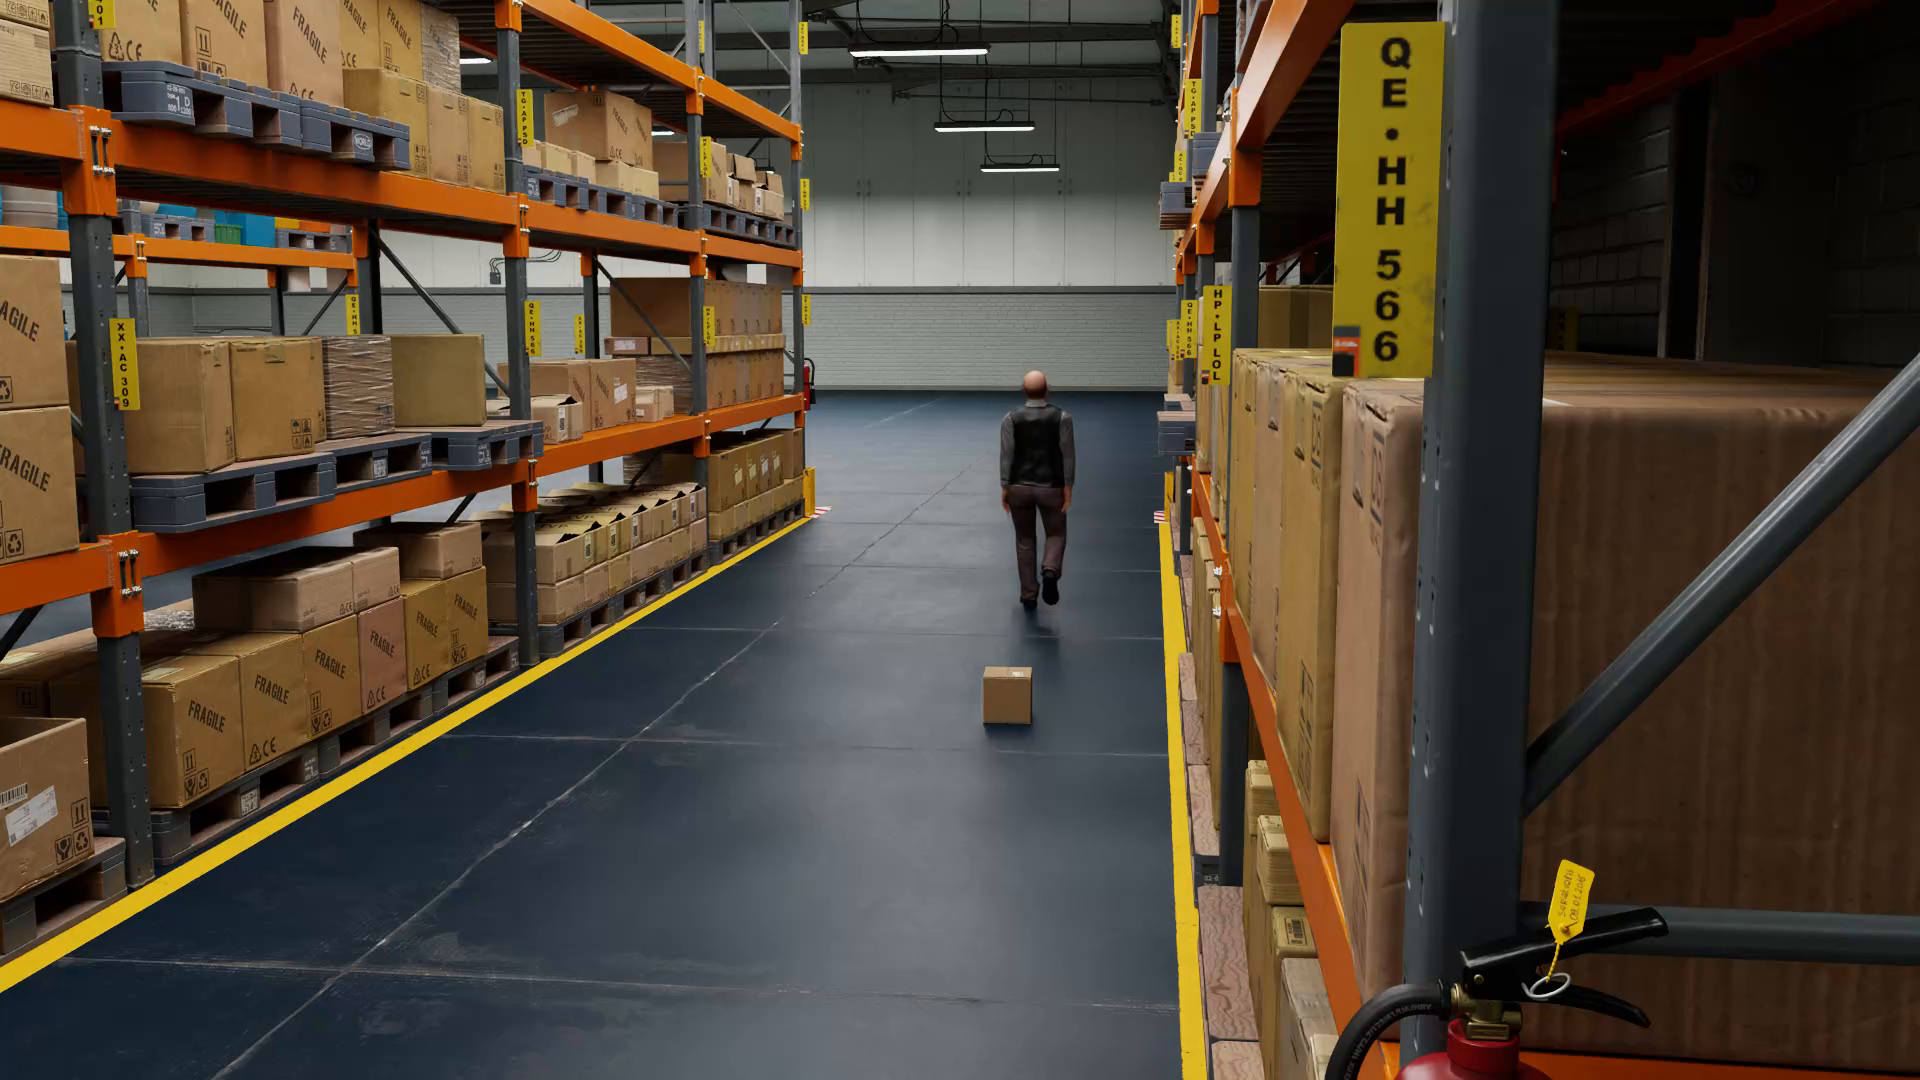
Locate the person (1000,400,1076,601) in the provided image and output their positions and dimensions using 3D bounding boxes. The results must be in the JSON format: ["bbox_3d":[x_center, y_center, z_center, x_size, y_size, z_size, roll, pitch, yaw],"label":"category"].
[{"bbox_3d":[0.557,-0.283,11.943,0.539,1.450,0.484,0,8,3],"label":"person"}]
